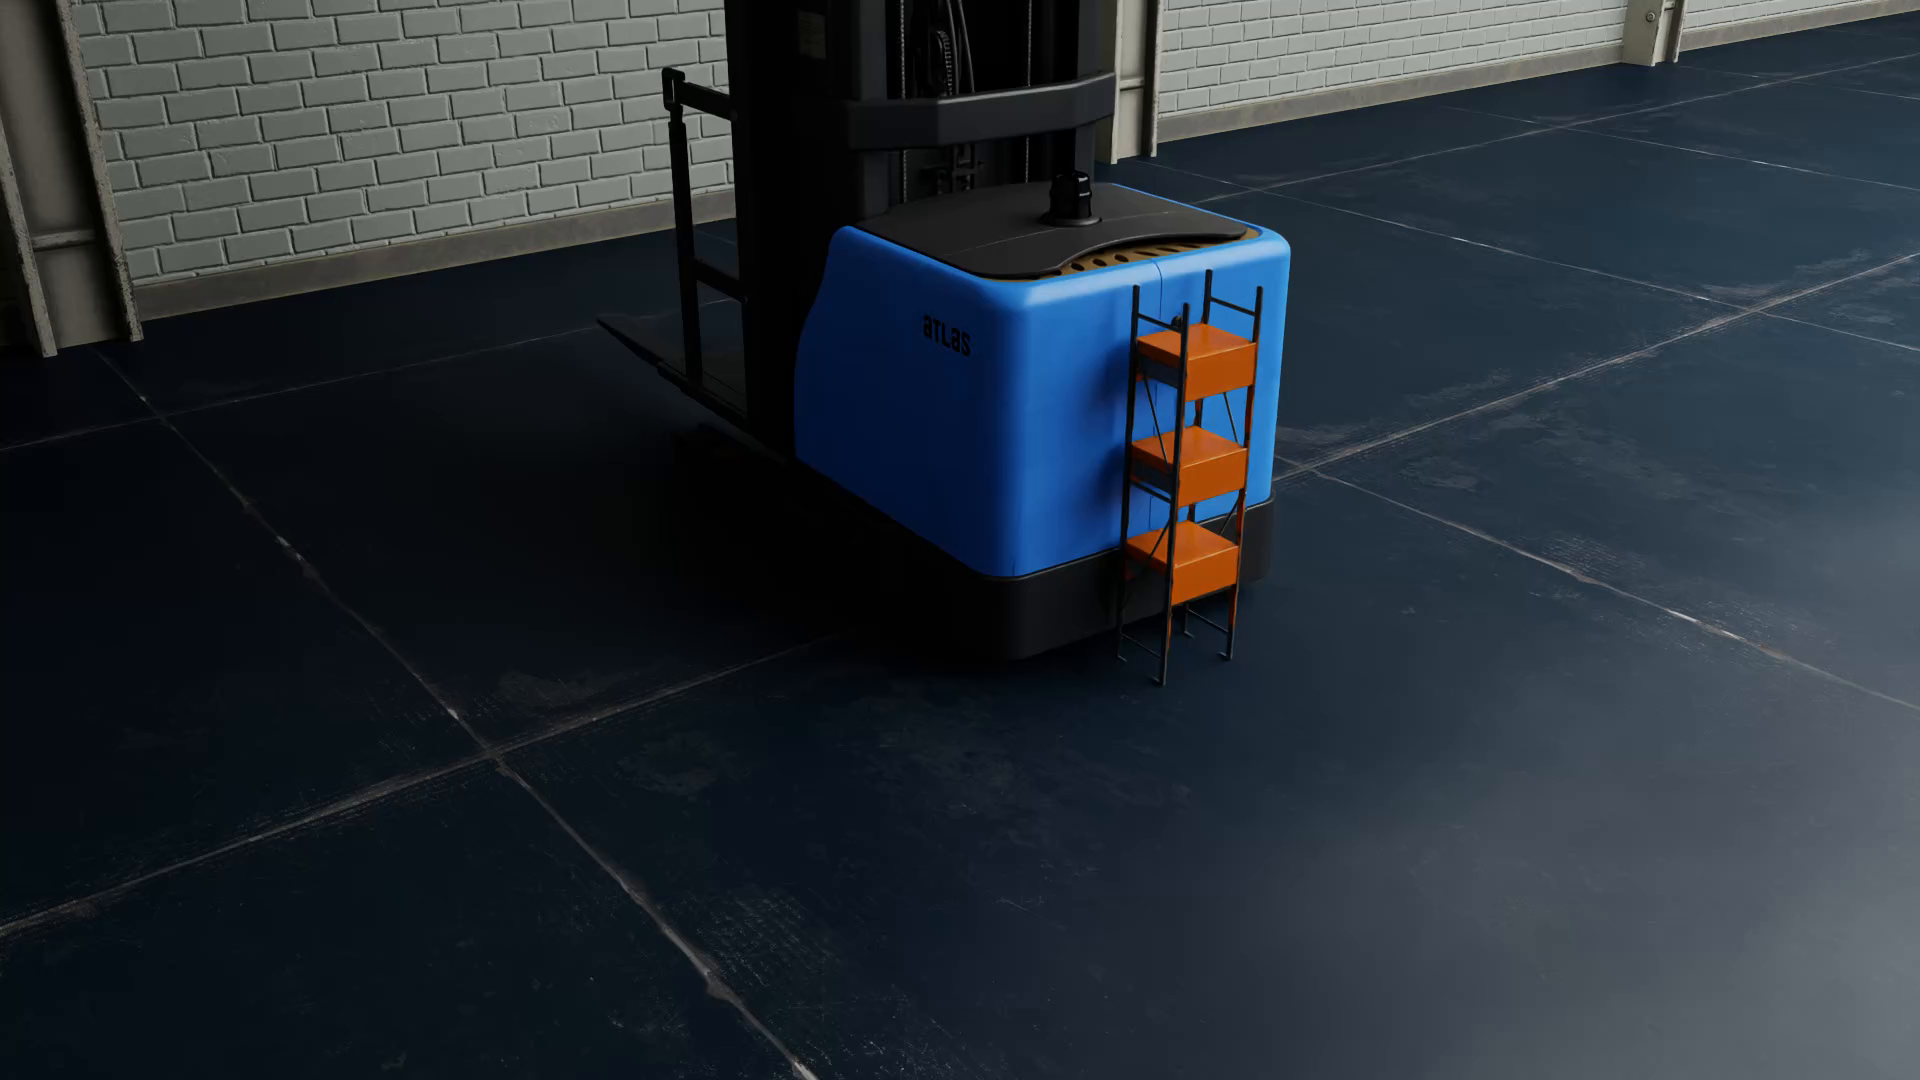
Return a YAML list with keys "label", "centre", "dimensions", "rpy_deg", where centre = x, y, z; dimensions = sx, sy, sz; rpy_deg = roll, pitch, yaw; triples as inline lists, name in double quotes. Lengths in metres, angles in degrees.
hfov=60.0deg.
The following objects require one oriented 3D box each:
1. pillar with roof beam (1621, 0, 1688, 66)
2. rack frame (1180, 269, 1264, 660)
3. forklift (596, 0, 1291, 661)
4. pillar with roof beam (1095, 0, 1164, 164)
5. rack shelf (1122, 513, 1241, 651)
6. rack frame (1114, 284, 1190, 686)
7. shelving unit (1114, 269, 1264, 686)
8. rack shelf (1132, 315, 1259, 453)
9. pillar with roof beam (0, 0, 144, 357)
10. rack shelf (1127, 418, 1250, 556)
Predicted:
- label: "pillar with roof beam"
  centre: [8.367, -6.629, 8.844]
  dimensions: [0.400, 9.000, 9.100]
  rpy_deg: [-18, 31, -34]
- label: "rack frame"
  centre: [0.685, -0.182, 4.392]
  dimensions: [0.008, 1.050, 0.200]
  rpy_deg: [-17, 30, -32]
- label: "forklift"
  centre: [-0.331, -1.577, 5.167]
  dimensions: [1.130, 2.935, 3.031]
  rpy_deg: [-16, 29, -31]
- label: "pillar with roof beam"
  centre: [3.646, -5.070, 5.486]
  dimensions: [0.400, 9.000, 9.100]
  rpy_deg: [-18, 31, -34]
- label: "rack shelf"
  centre: [0.584, 0.109, 4.451]
  dimensions: [0.240, 0.259, 0.215]
  rpy_deg: [-17, 30, -32]
- label: "rack frame"
  centre: [0.486, -0.122, 4.264]
  dimensions: [0.008, 1.050, 0.200]
  rpy_deg: [-17, 30, -32]
- label: "shelving unit"
  centre: [0.586, -0.152, 4.328]
  dimensions: [0.252, 1.050, 0.215]
  rpy_deg: [-17, 30, -32]
- label: "rack shelf"
  centre: [0.587, -0.399, 4.211]
  dimensions: [0.240, 0.259, 0.215]
  rpy_deg: [-17, 30, -32]
- label: "pillar with roof beam"
  centre: [-1.076, -3.512, 2.127]
  dimensions: [0.400, 9.000, 9.100]
  rpy_deg: [-18, 31, -34]
- label: "rack shelf"
  centre: [0.586, -0.142, 4.332]
  dimensions: [0.240, 0.259, 0.215]
  rpy_deg: [-17, 30, -32]
